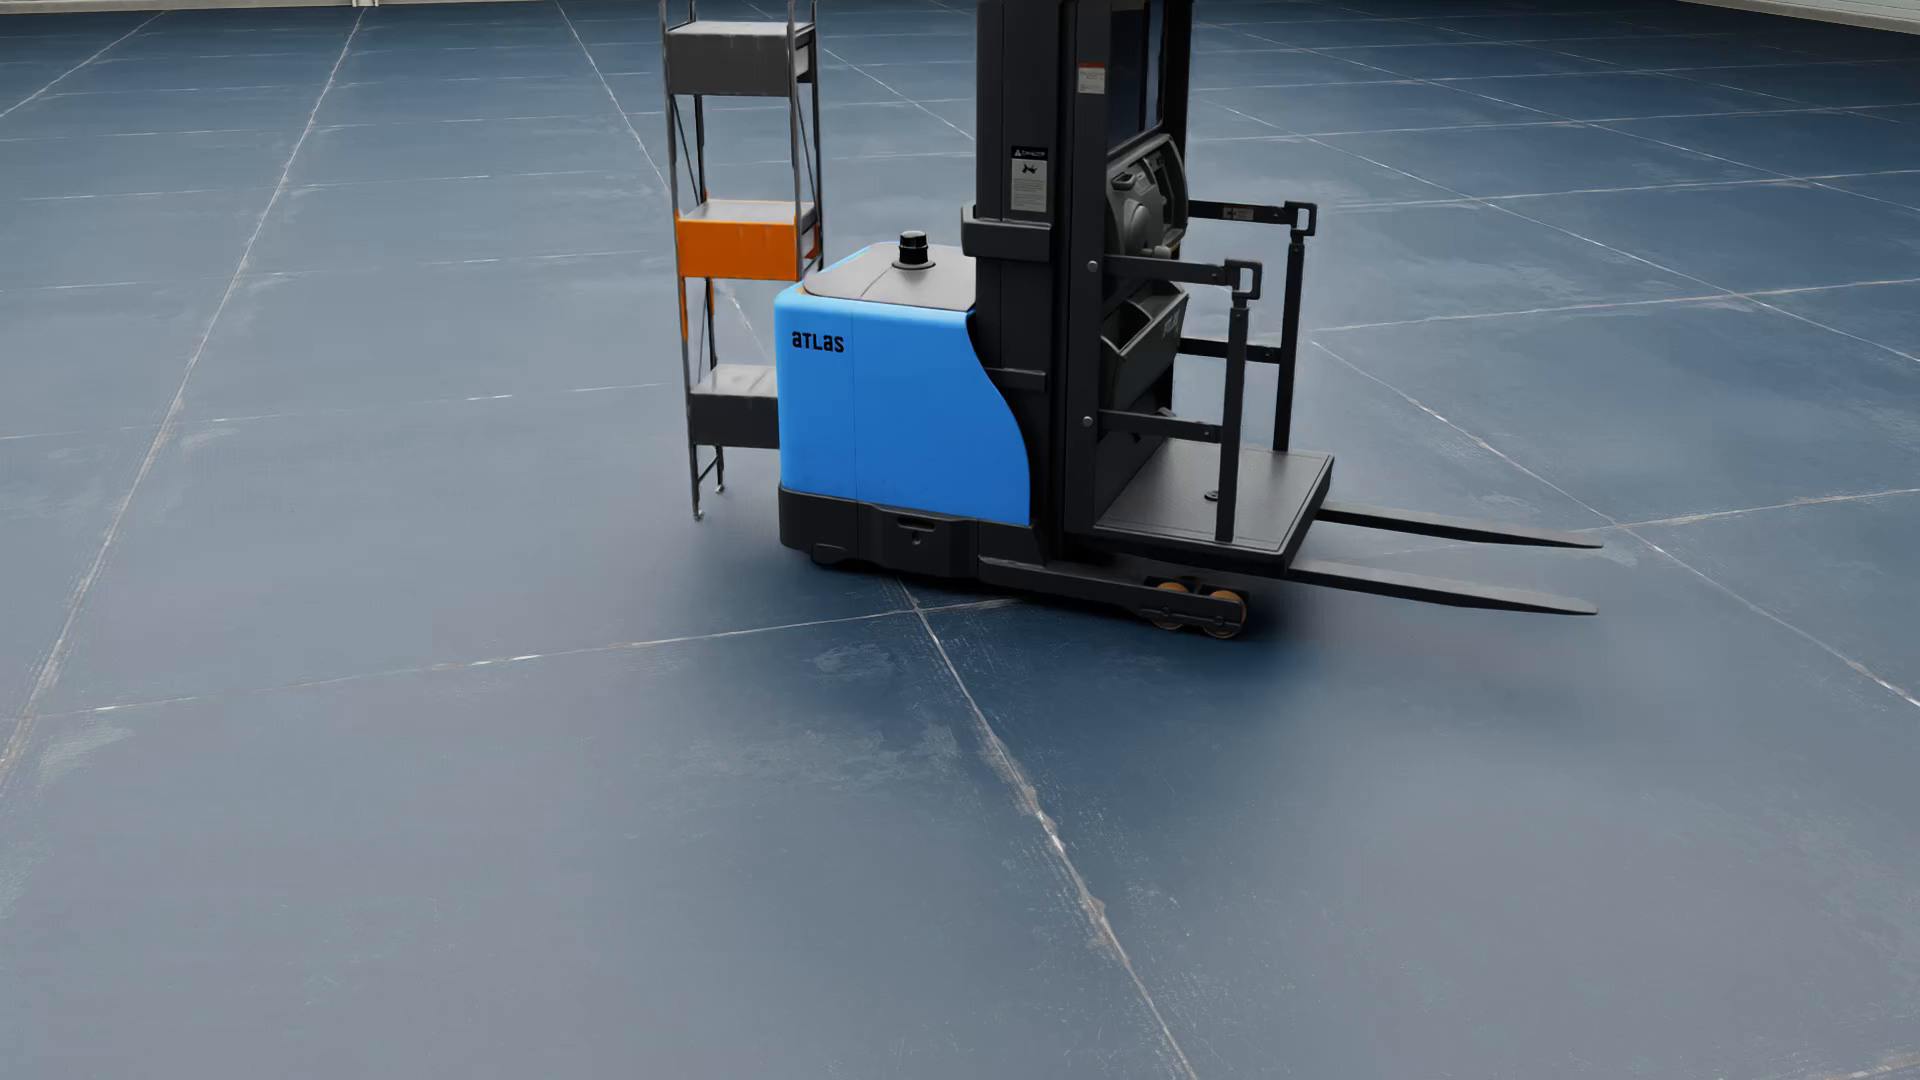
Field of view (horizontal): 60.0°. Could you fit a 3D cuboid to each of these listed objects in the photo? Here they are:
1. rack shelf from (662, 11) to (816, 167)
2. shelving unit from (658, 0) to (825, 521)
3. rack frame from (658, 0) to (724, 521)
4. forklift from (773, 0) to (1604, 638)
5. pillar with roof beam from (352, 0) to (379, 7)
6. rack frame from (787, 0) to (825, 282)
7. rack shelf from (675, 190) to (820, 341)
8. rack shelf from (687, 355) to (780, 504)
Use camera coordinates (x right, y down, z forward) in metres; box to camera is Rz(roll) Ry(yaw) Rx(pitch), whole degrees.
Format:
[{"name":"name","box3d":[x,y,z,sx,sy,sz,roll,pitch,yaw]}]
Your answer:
[{"name":"rack shelf","box3d":[-0.834,-1.741,6.404,0.480,0.518,0.431,3,23,8]},{"name":"shelving unit","box3d":[-0.834,-1.110,6.674,0.503,2.100,0.431,3,23,8]},{"name":"rack frame","box3d":[-1.075,-1.124,6.707,0.015,2.100,0.400,3,23,8]},{"name":"forklift","box3d":[0.860,-1.234,5.908,3.031,2.935,1.130,9,25,20]},{"name":"pillar with roof beam","box3d":[-8.450,-11.153,21.331,0.400,9.000,9.100,-6,24,-14]},{"name":"rack frame","box3d":[-0.592,-1.096,6.641,0.015,2.100,0.400,3,23,8]},{"name":"rack shelf","box3d":[-0.834,-1.098,6.680,0.480,0.518,0.431,3,23,8]},{"name":"rack shelf","box3d":[-0.834,-0.454,6.956,0.480,0.518,0.431,3,23,8]}]
